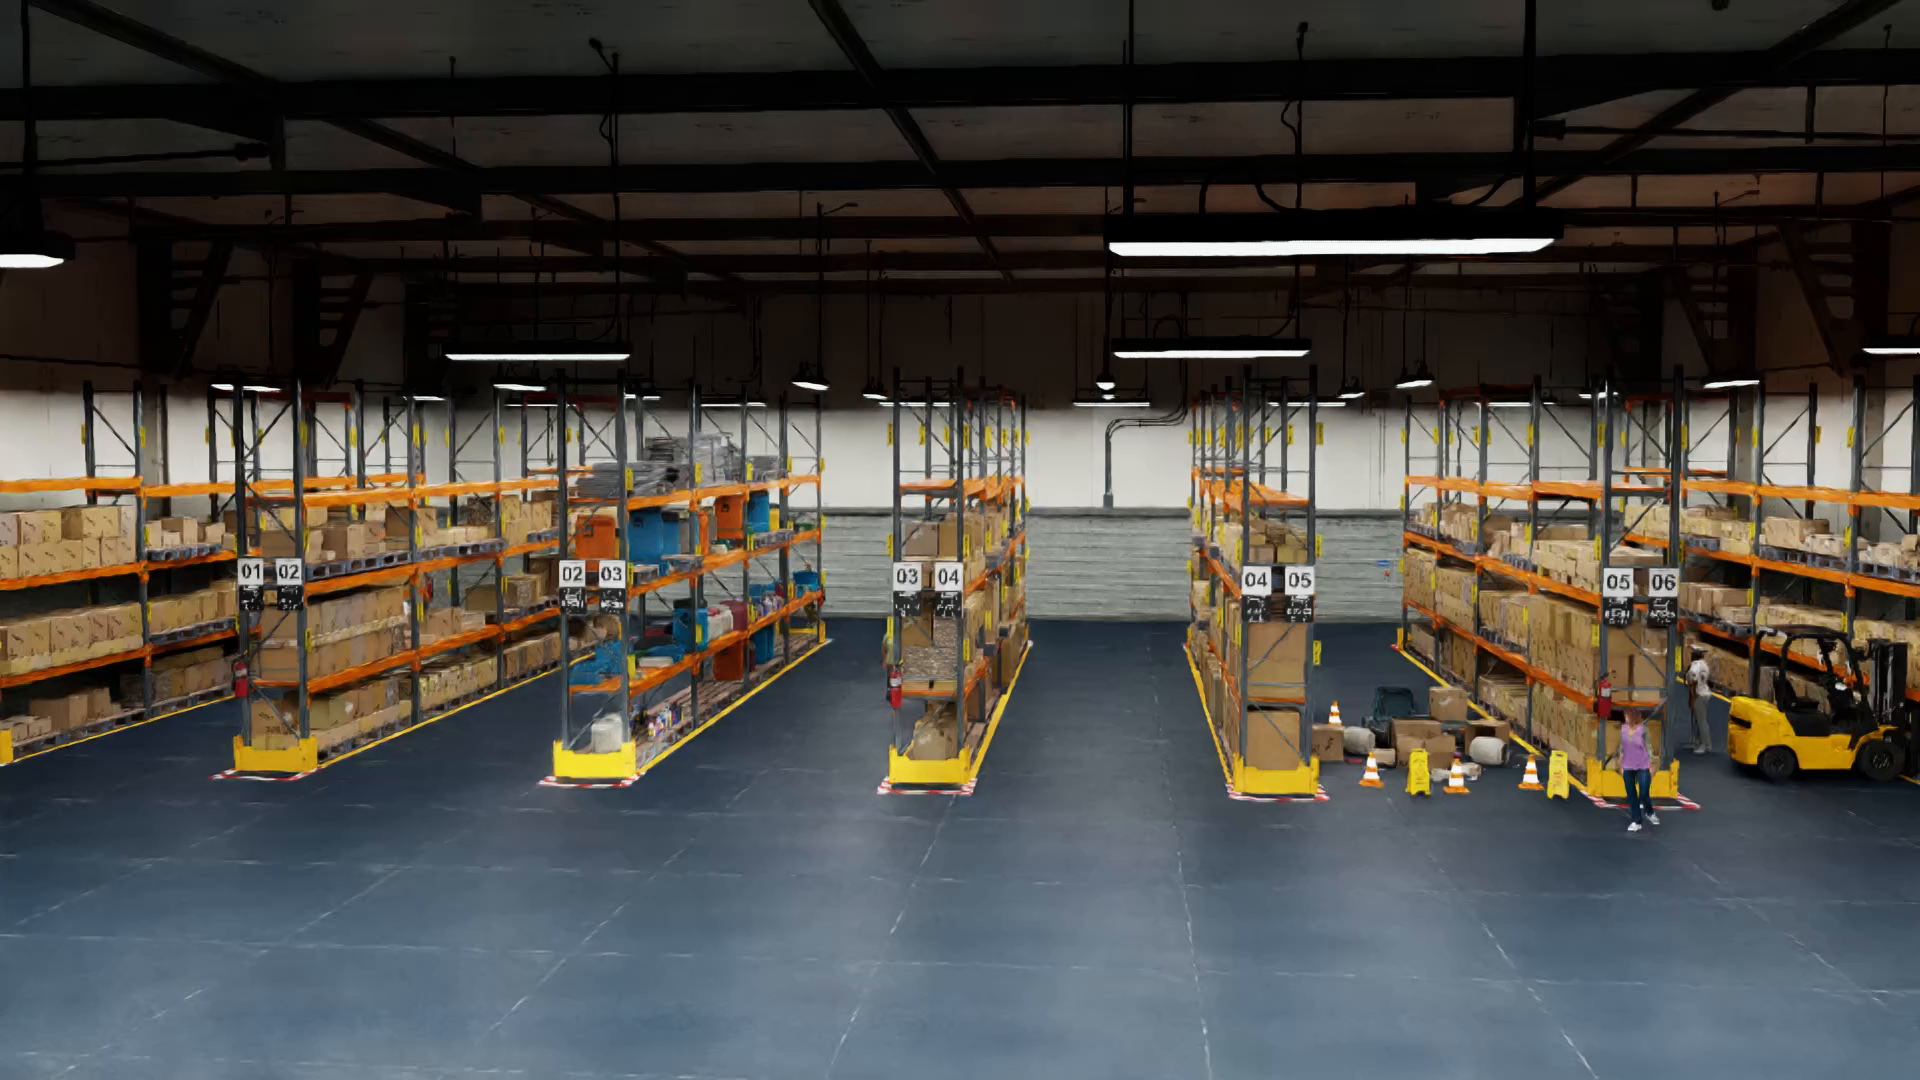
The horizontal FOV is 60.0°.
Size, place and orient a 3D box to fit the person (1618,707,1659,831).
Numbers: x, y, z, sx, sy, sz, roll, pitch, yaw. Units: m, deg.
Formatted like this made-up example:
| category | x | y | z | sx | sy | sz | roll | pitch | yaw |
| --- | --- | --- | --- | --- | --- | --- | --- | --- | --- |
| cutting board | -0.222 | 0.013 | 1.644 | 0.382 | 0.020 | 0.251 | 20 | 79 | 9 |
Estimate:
| category | x | y | z | sx | sy | sz | roll | pitch | yaw |
| --- | --- | --- | --- | --- | --- | --- | --- | --- | --- |
| person | 8.628 | 2.898 | 21.135 | 0.476 | 1.590 | 0.487 | 3 | 5 | 44 |

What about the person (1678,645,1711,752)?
| category | x | y | z | sx | sy | sz | roll | pitch | yaw |
| --- | --- | --- | --- | --- | --- | --- | --- | --- | --- |
| person | 11.726 | 2.510 | 26.497 | 0.551 | 1.665 | 0.574 | 3 | 4 | 37 |

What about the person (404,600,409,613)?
| category | x | y | z | sx | sy | sz | roll | pitch | yaw |
| --- | --- | --- | --- | --- | --- | --- | --- | --- | --- |
| person | -12.517 | 1.874 | 37.146 | 0.500 | 1.625 | 0.997 | 0 | 4 | 4 |

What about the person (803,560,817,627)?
| category | x | y | z | sx | sy | sz | roll | pitch | yaw |
| --- | --- | --- | --- | --- | --- | --- | --- | --- | --- |
| person | -3.928 | 1.400 | 43.529 | 0.525 | 1.764 | 0.688 | -2 | 4 | -29 |

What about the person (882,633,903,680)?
| category | x | y | z | sx | sy | sz | roll | pitch | yaw |
| --- | --- | --- | --- | --- | --- | --- | --- | --- | --- |
| person | -1.247 | 2.254 | 31.165 | 0.448 | 1.590 | 1.110 | 0 | 4 | 8 |
